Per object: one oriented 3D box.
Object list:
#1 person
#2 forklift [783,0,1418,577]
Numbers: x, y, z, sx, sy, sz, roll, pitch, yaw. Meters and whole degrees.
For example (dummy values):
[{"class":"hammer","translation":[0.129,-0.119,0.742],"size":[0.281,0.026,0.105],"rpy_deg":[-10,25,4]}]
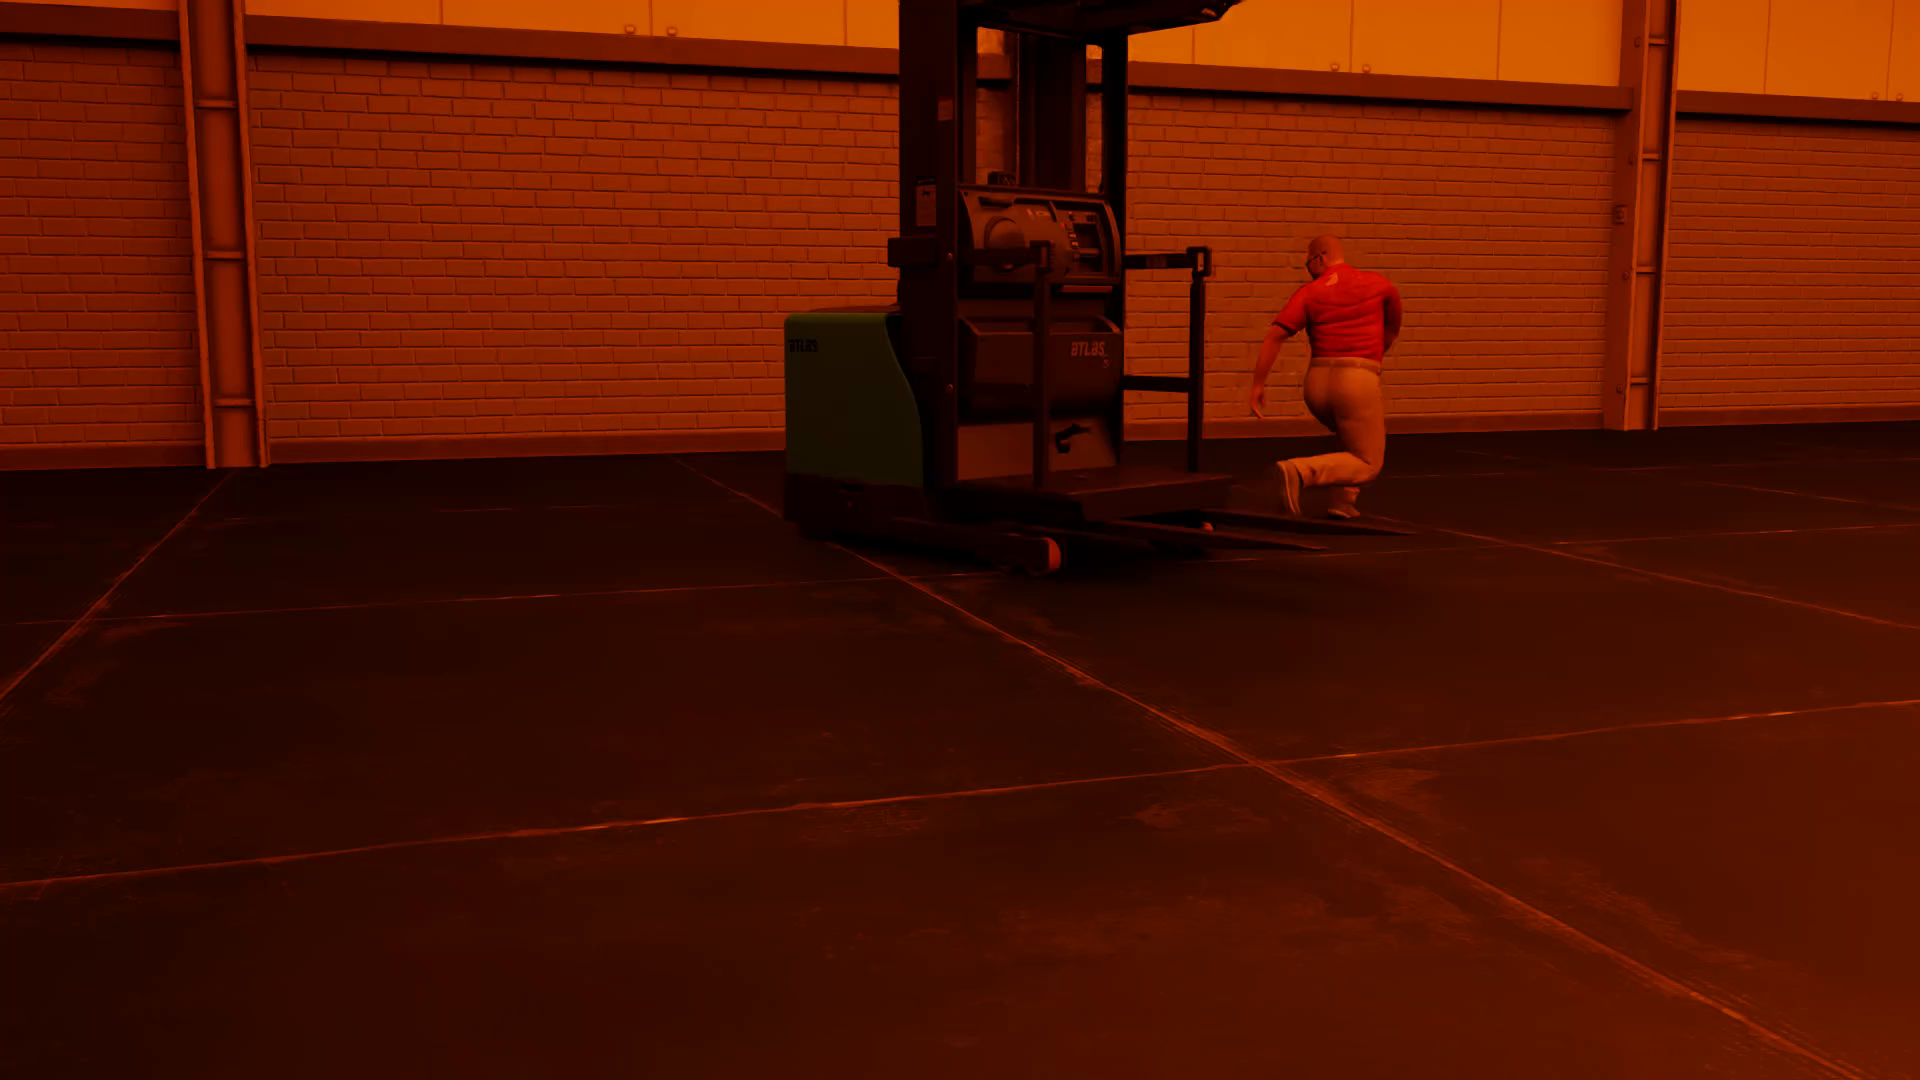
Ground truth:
[{"class":"person","translation":[1.903,-0.827,8.651],"size":[0.636,1.510,0.897],"rpy_deg":[7,10,42]},{"class":"forklift","translation":[0.510,-1.378,7.182],"size":[1.130,2.935,3.031],"rpy_deg":[-7,11,-42]}]
